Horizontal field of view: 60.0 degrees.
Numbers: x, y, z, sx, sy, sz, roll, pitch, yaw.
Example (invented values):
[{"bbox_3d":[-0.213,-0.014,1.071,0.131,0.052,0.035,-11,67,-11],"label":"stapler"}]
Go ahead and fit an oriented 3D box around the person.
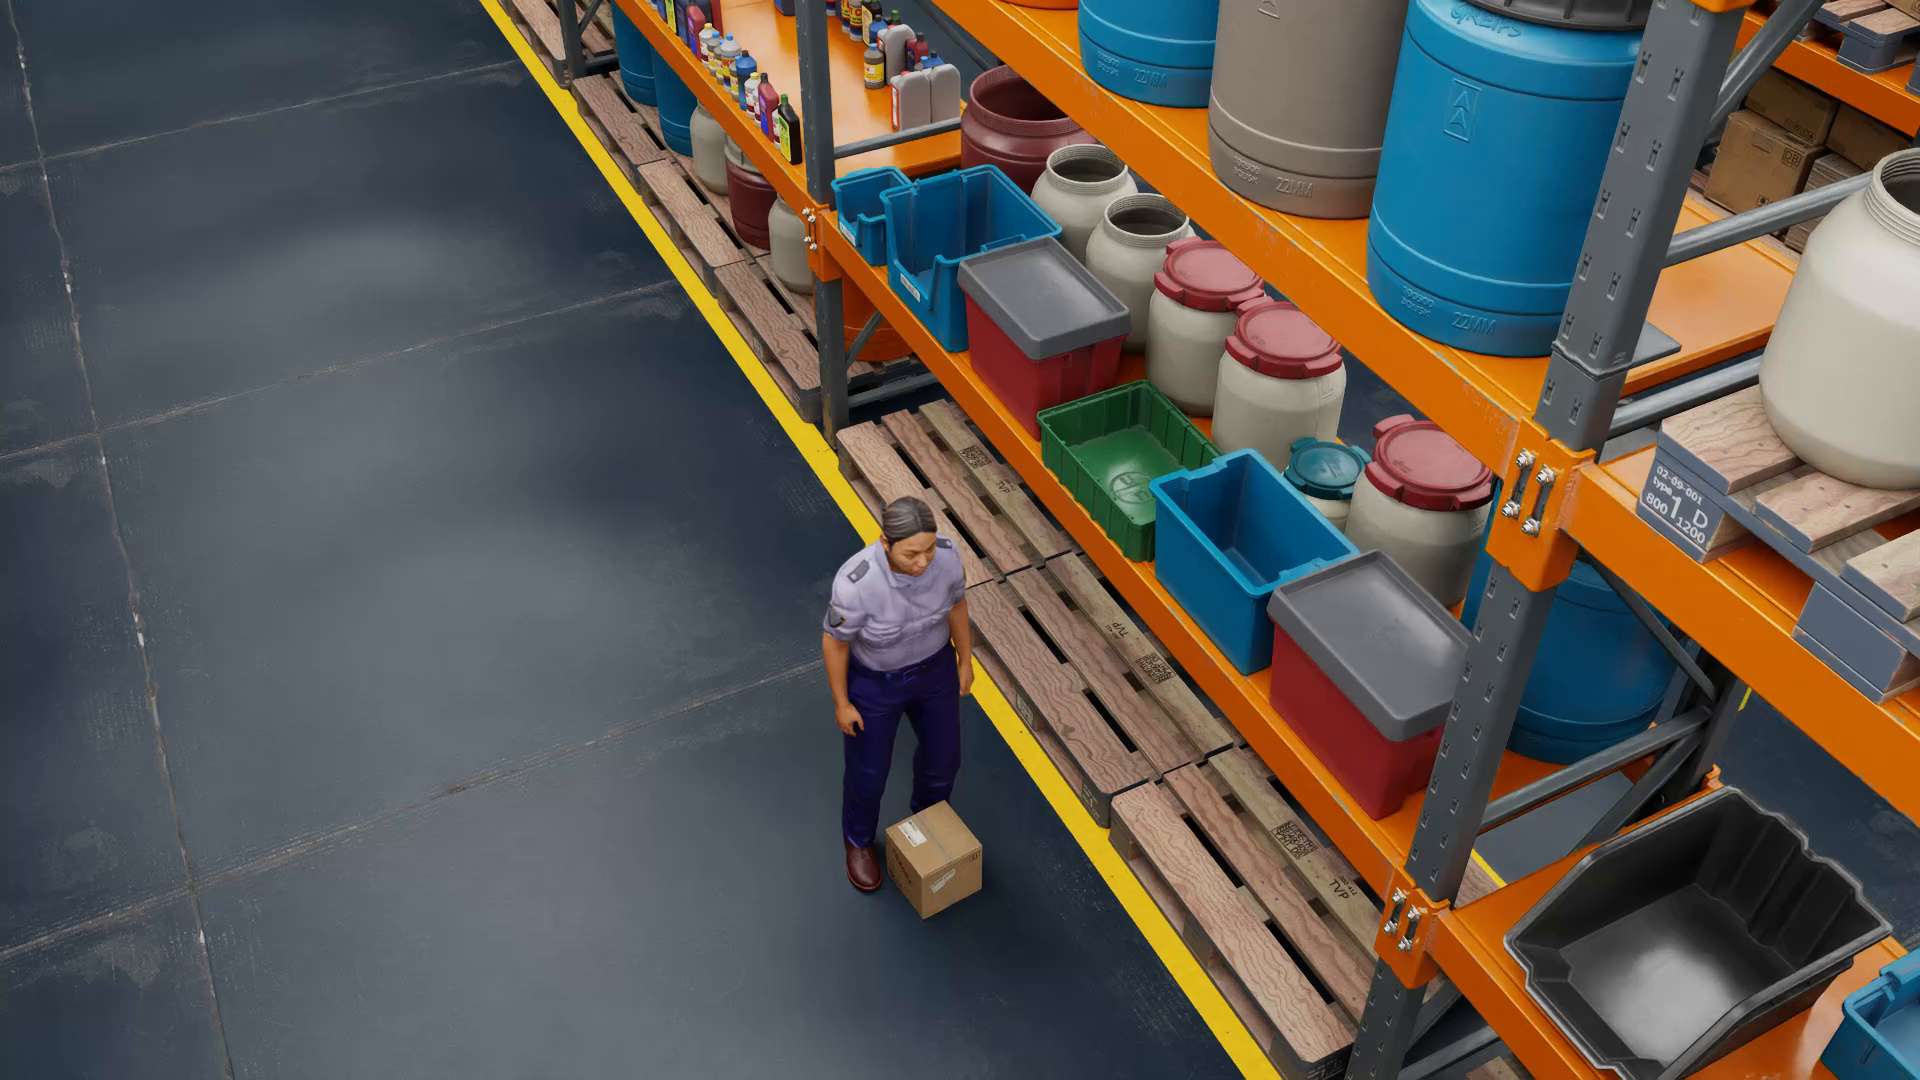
[{"bbox_3d":[-0.195,0.488,5.612,0.539,1.652,0.412,-19,45,-20],"label":"person"}]
